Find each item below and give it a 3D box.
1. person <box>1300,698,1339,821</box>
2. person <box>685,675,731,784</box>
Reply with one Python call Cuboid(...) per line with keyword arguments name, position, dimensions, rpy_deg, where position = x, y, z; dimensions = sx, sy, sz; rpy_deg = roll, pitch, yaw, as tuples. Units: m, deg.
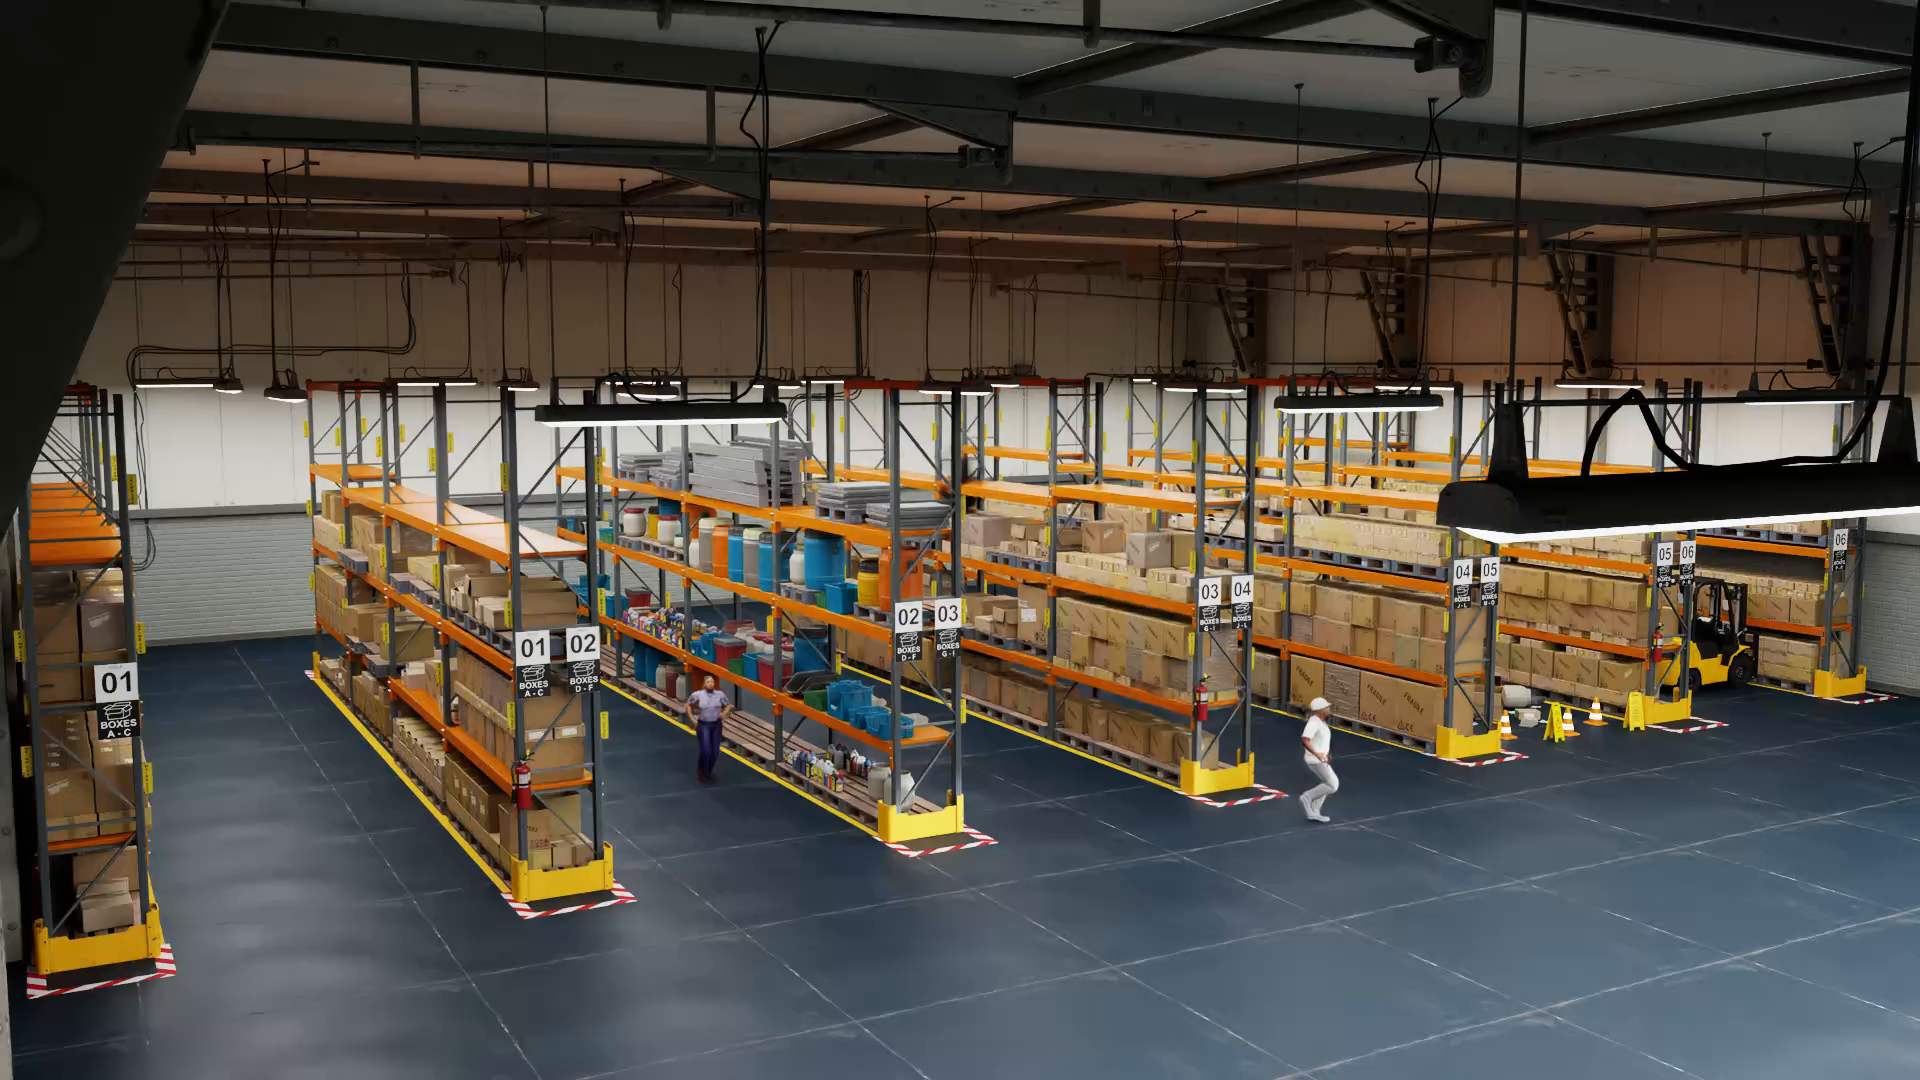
Cuboid(name="person", position=(4.986, 3.038, 23.003), dimensions=(0.529, 1.728, 0.732), rpy_deg=(2, 6, 20))
Cuboid(name="person", position=(-3.774, 2.855, 25.118), dimensions=(0.663, 1.642, 0.593), rpy_deg=(-3, 7, -23))
